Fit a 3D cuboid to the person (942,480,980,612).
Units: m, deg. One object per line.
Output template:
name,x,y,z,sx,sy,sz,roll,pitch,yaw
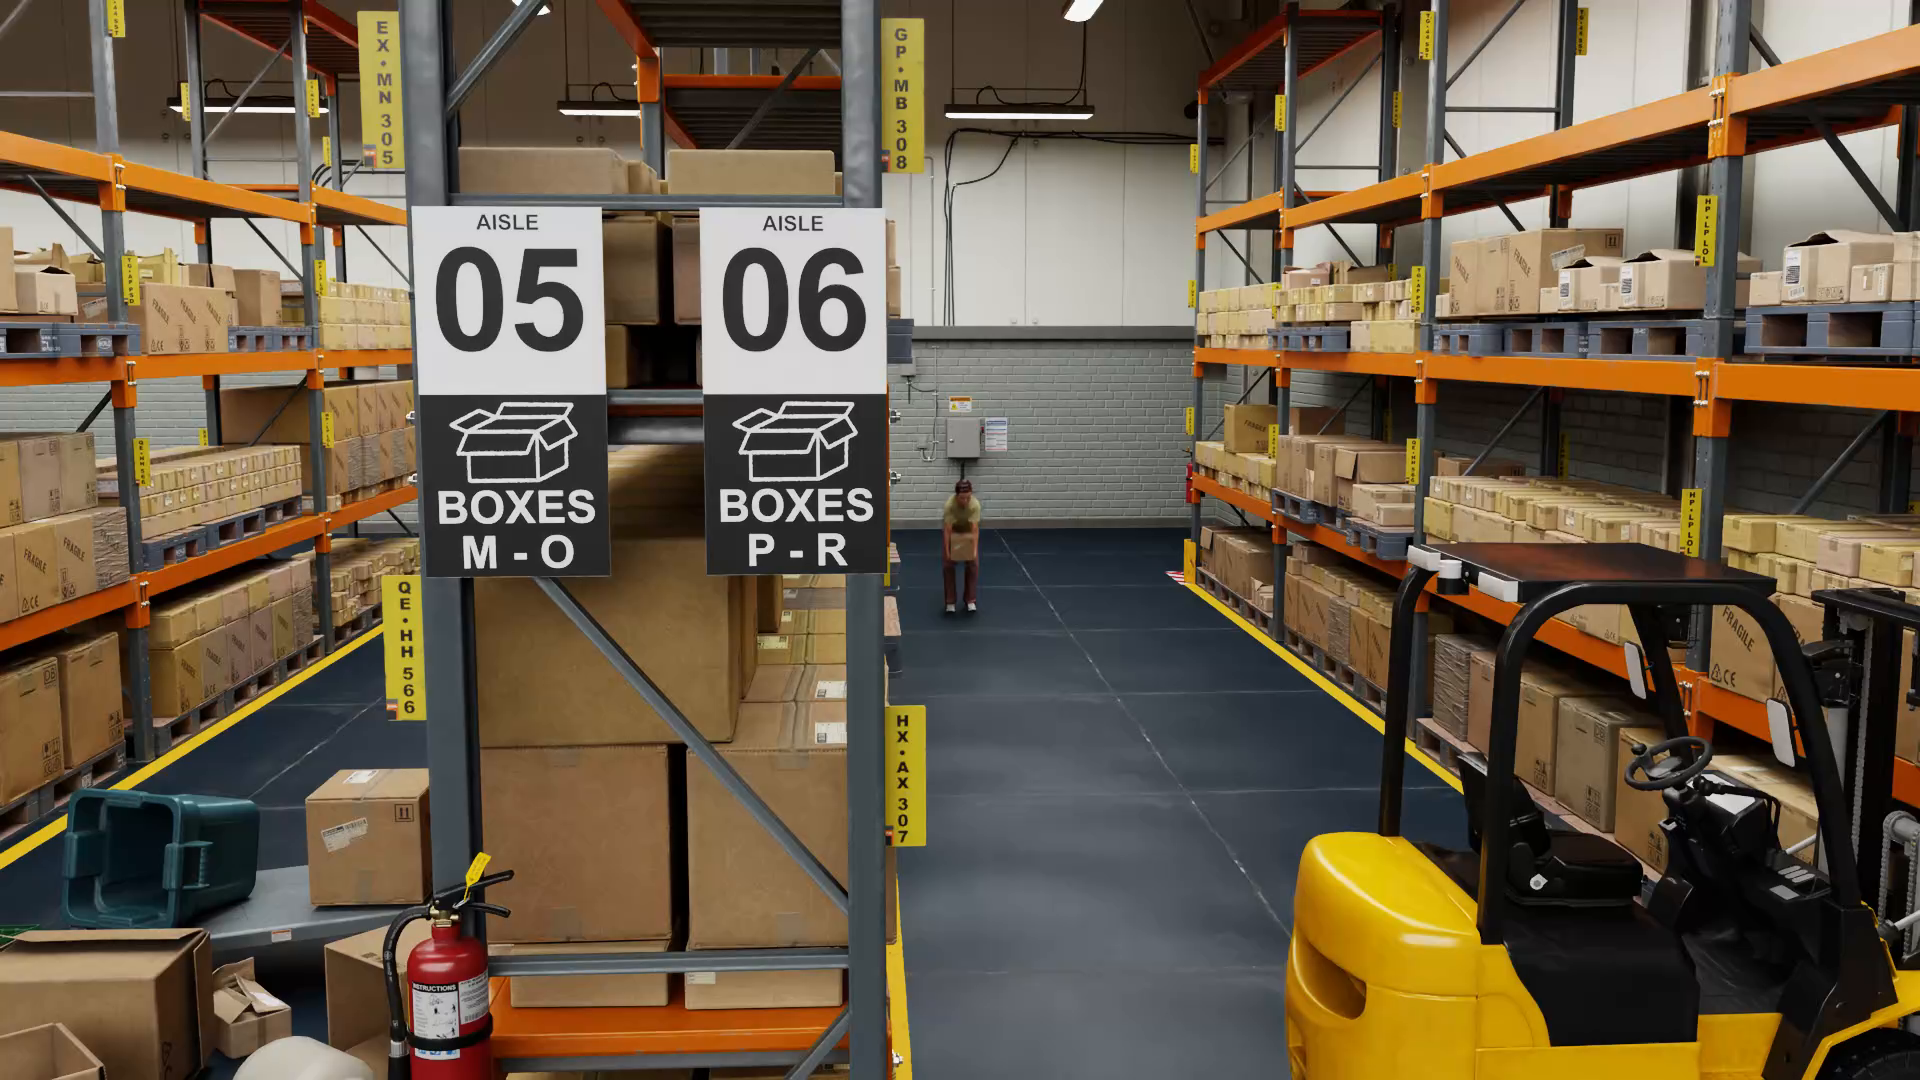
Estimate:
person,0.016,0.058,17.737,0.397,1.449,0.727,-1,7,-5
